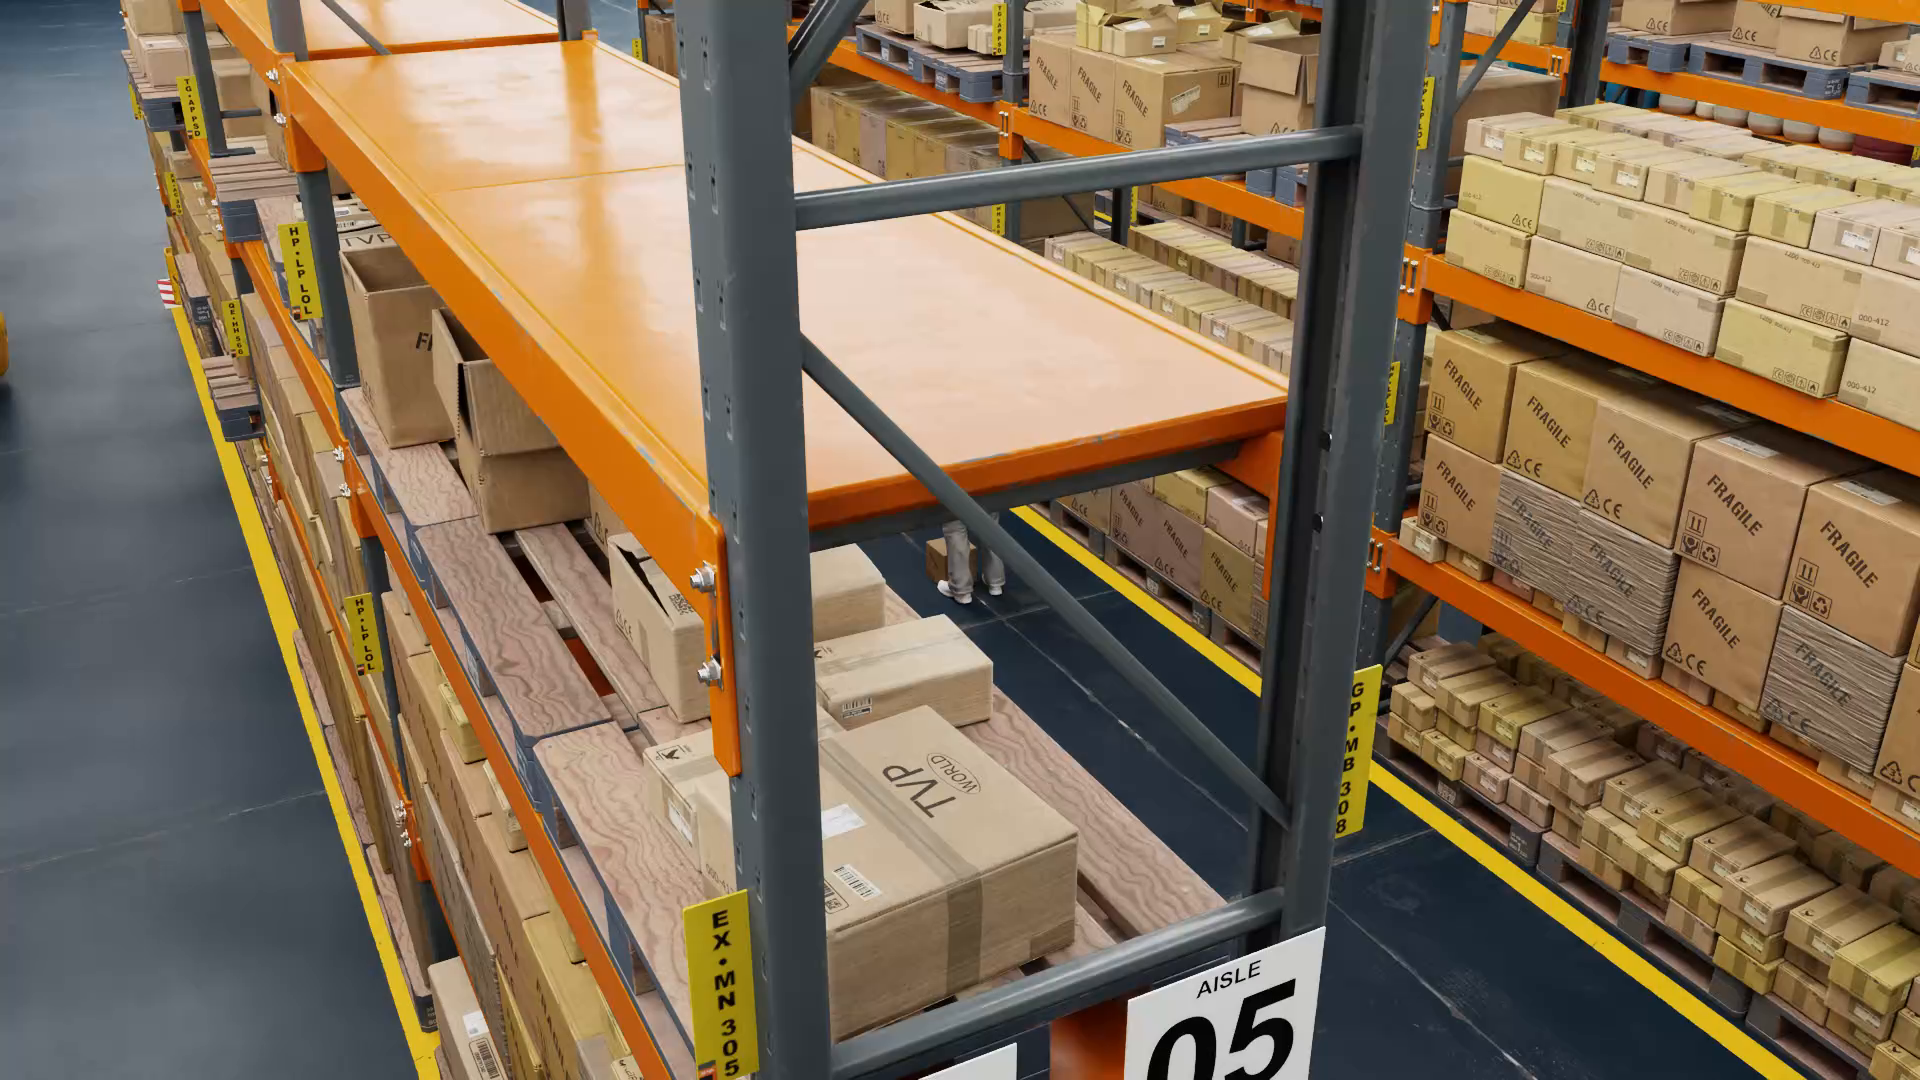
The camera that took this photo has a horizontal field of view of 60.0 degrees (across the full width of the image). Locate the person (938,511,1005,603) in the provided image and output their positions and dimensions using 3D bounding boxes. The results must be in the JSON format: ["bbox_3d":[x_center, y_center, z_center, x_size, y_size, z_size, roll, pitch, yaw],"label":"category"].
[{"bbox_3d":[0.075,-0.405,10.473,0.485,1.672,0.358,-13,29,-25],"label":"person"}]
